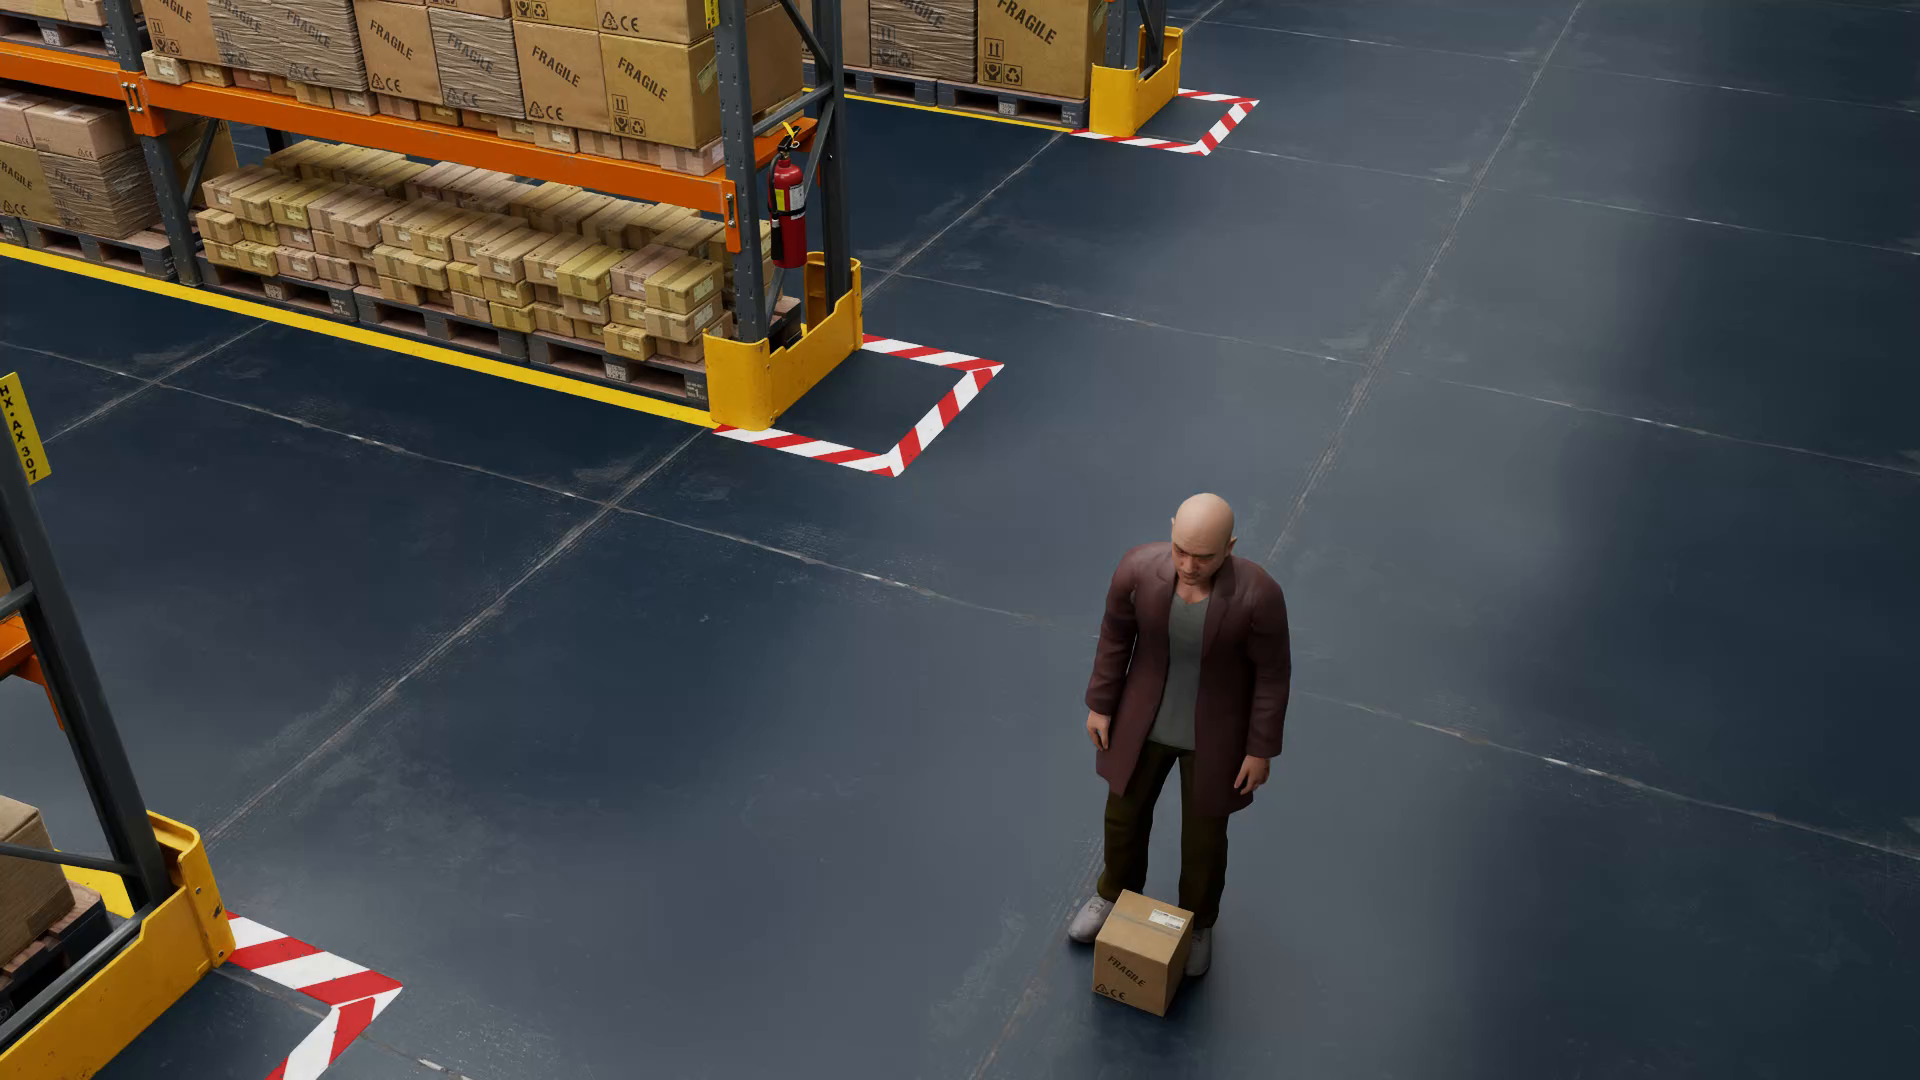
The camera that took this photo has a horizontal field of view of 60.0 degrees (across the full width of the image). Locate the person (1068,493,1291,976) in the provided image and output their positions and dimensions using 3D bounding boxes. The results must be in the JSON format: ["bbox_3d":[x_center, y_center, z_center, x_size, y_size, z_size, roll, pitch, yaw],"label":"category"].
[{"bbox_3d":[0.700,0.595,5.247,0.644,1.774,0.420,14,36,20],"label":"person"}]
